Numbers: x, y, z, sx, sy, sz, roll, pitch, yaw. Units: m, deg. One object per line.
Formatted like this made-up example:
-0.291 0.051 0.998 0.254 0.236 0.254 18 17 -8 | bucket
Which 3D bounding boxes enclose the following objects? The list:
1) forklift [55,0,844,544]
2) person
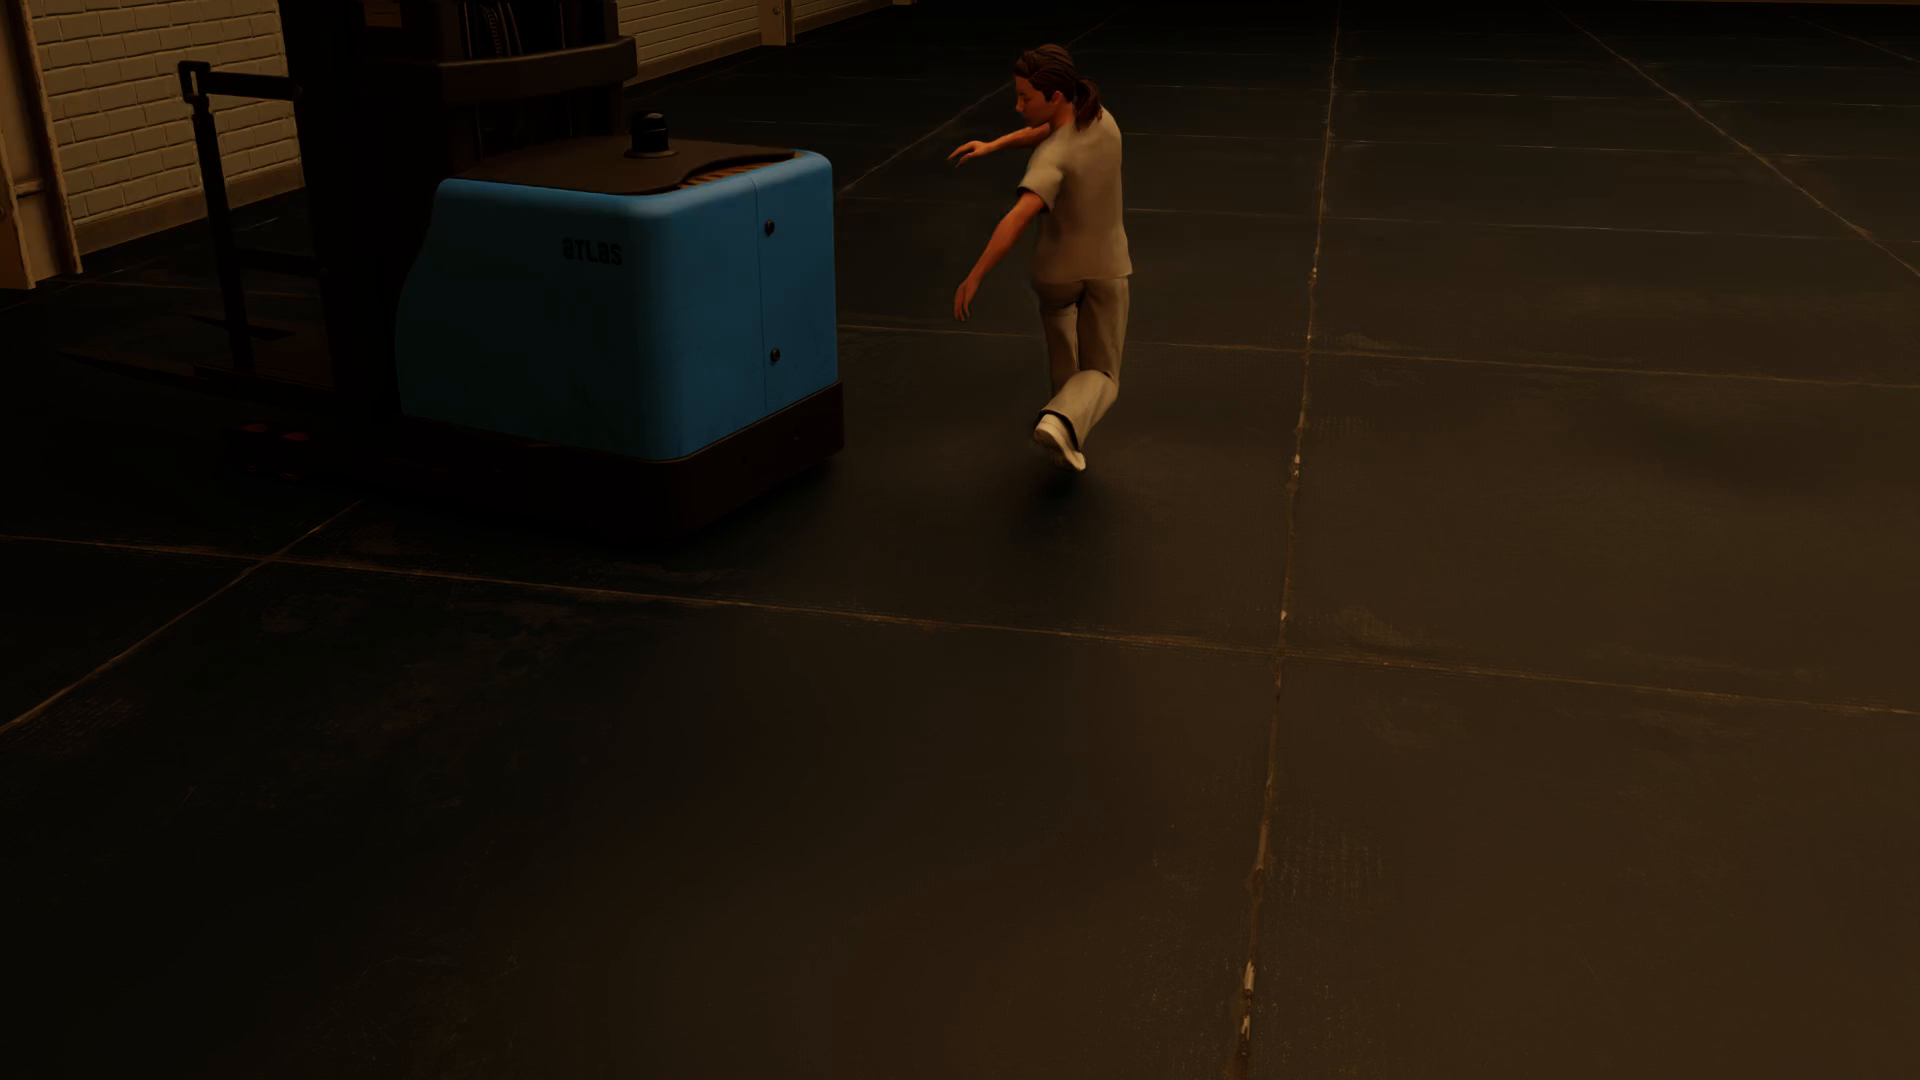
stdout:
-1.949 -1.721 5.487 3.031 2.935 1.130 11 25 25 | forklift
0.272 -0.942 5.667 0.666 1.447 0.942 -3 22 -7 | person
